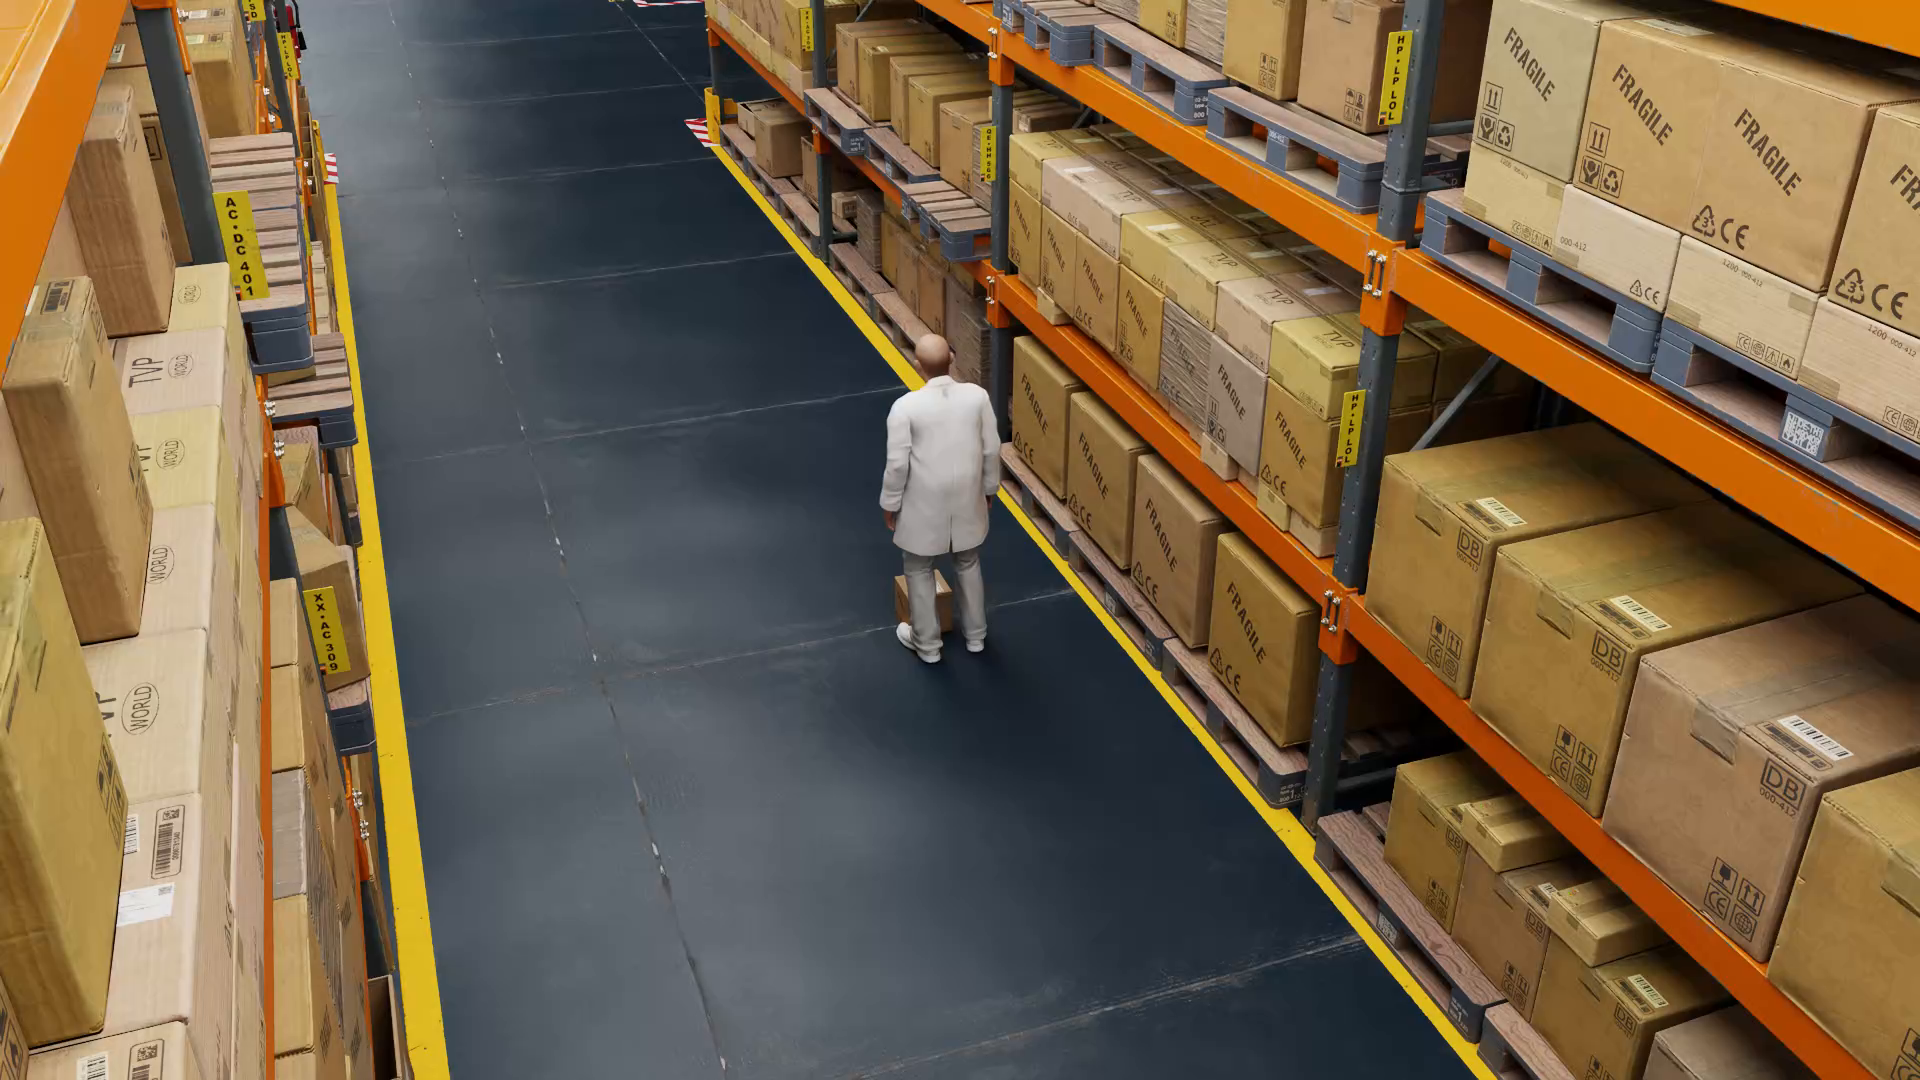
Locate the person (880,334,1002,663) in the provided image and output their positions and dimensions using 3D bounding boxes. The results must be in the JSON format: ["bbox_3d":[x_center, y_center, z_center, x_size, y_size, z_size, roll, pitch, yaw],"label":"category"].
[{"bbox_3d":[-0.098,-0.208,8.512,0.643,1.773,0.427,-10,31,-17],"label":"person"}]
